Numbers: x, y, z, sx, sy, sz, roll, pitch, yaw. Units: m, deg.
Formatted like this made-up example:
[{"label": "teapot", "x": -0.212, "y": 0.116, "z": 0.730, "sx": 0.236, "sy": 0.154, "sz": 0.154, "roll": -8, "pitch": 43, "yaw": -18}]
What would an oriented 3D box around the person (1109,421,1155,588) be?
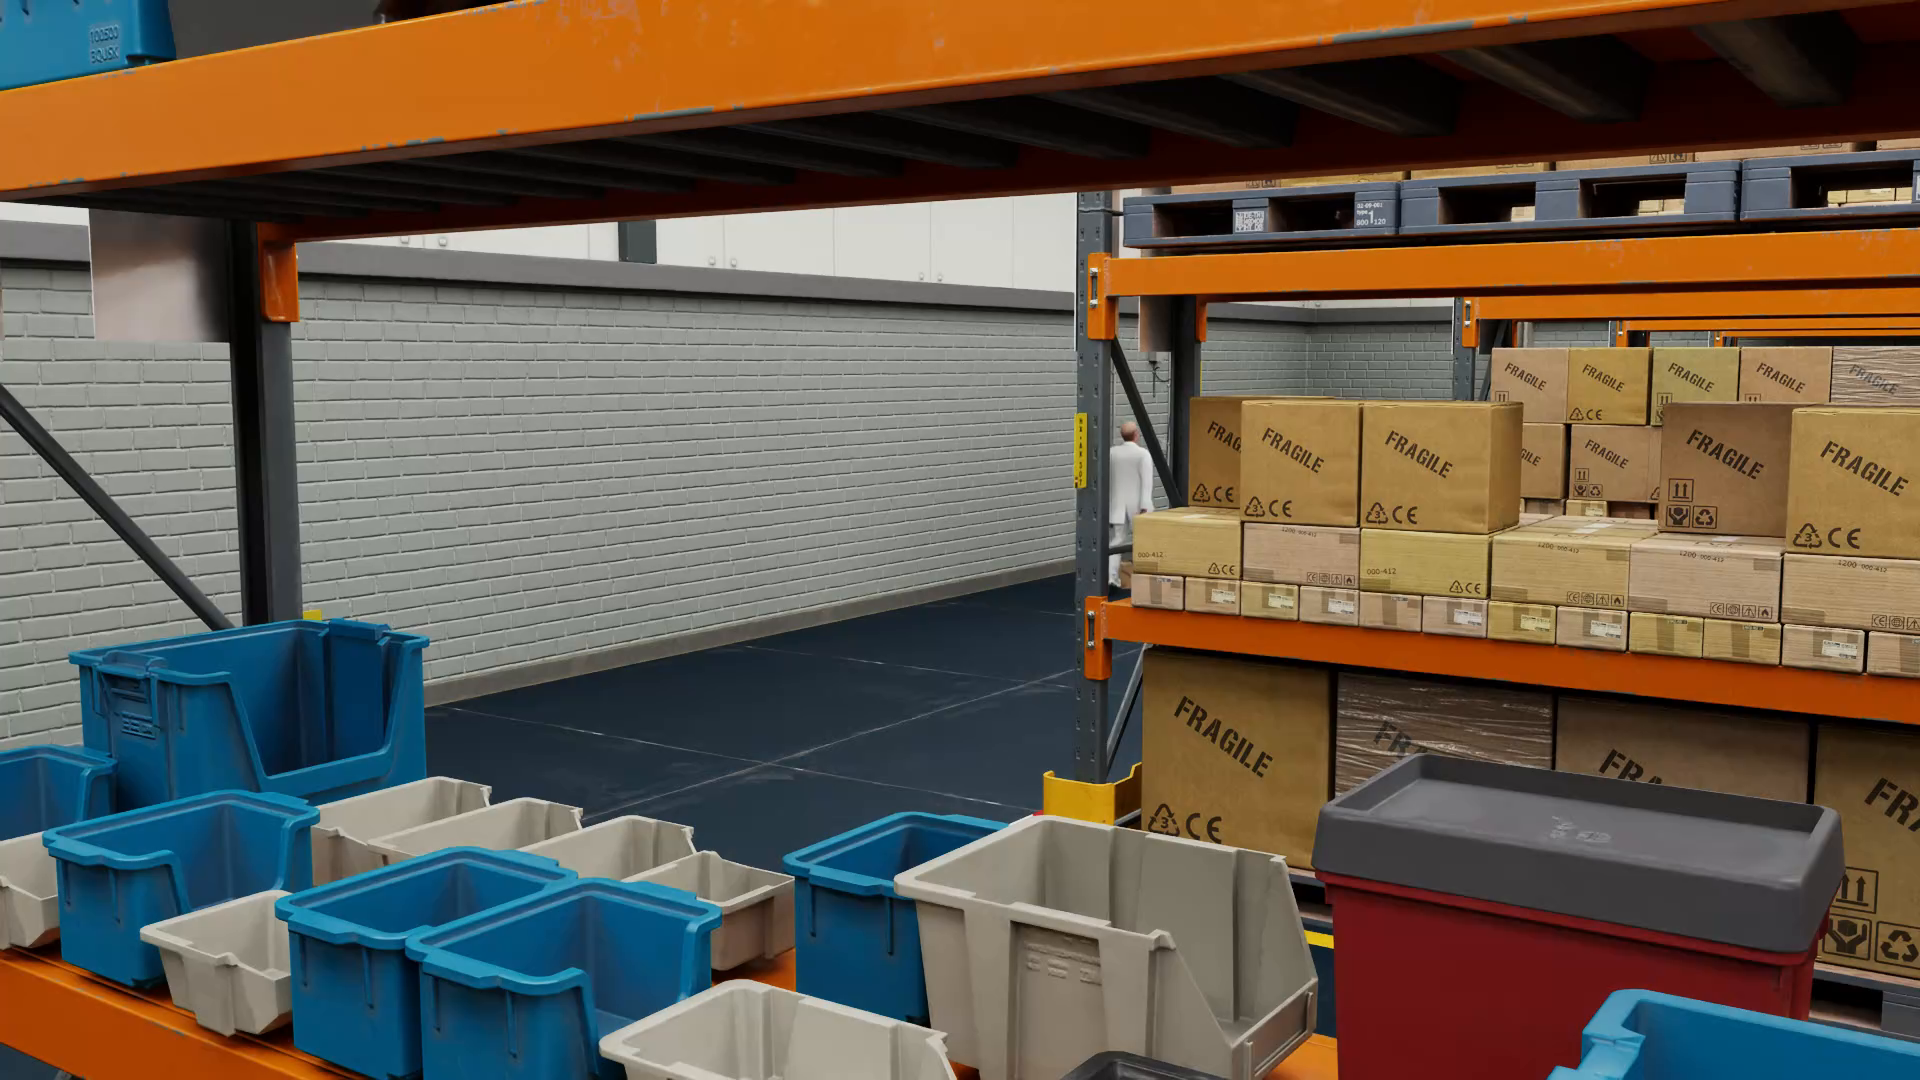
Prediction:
[{"label": "person", "x": 1.758, "y": -0.363, "z": 17.145, "sx": 0.566, "sy": 1.730, "sz": 1.118, "roll": 3, "pitch": 7, "yaw": 24}]
